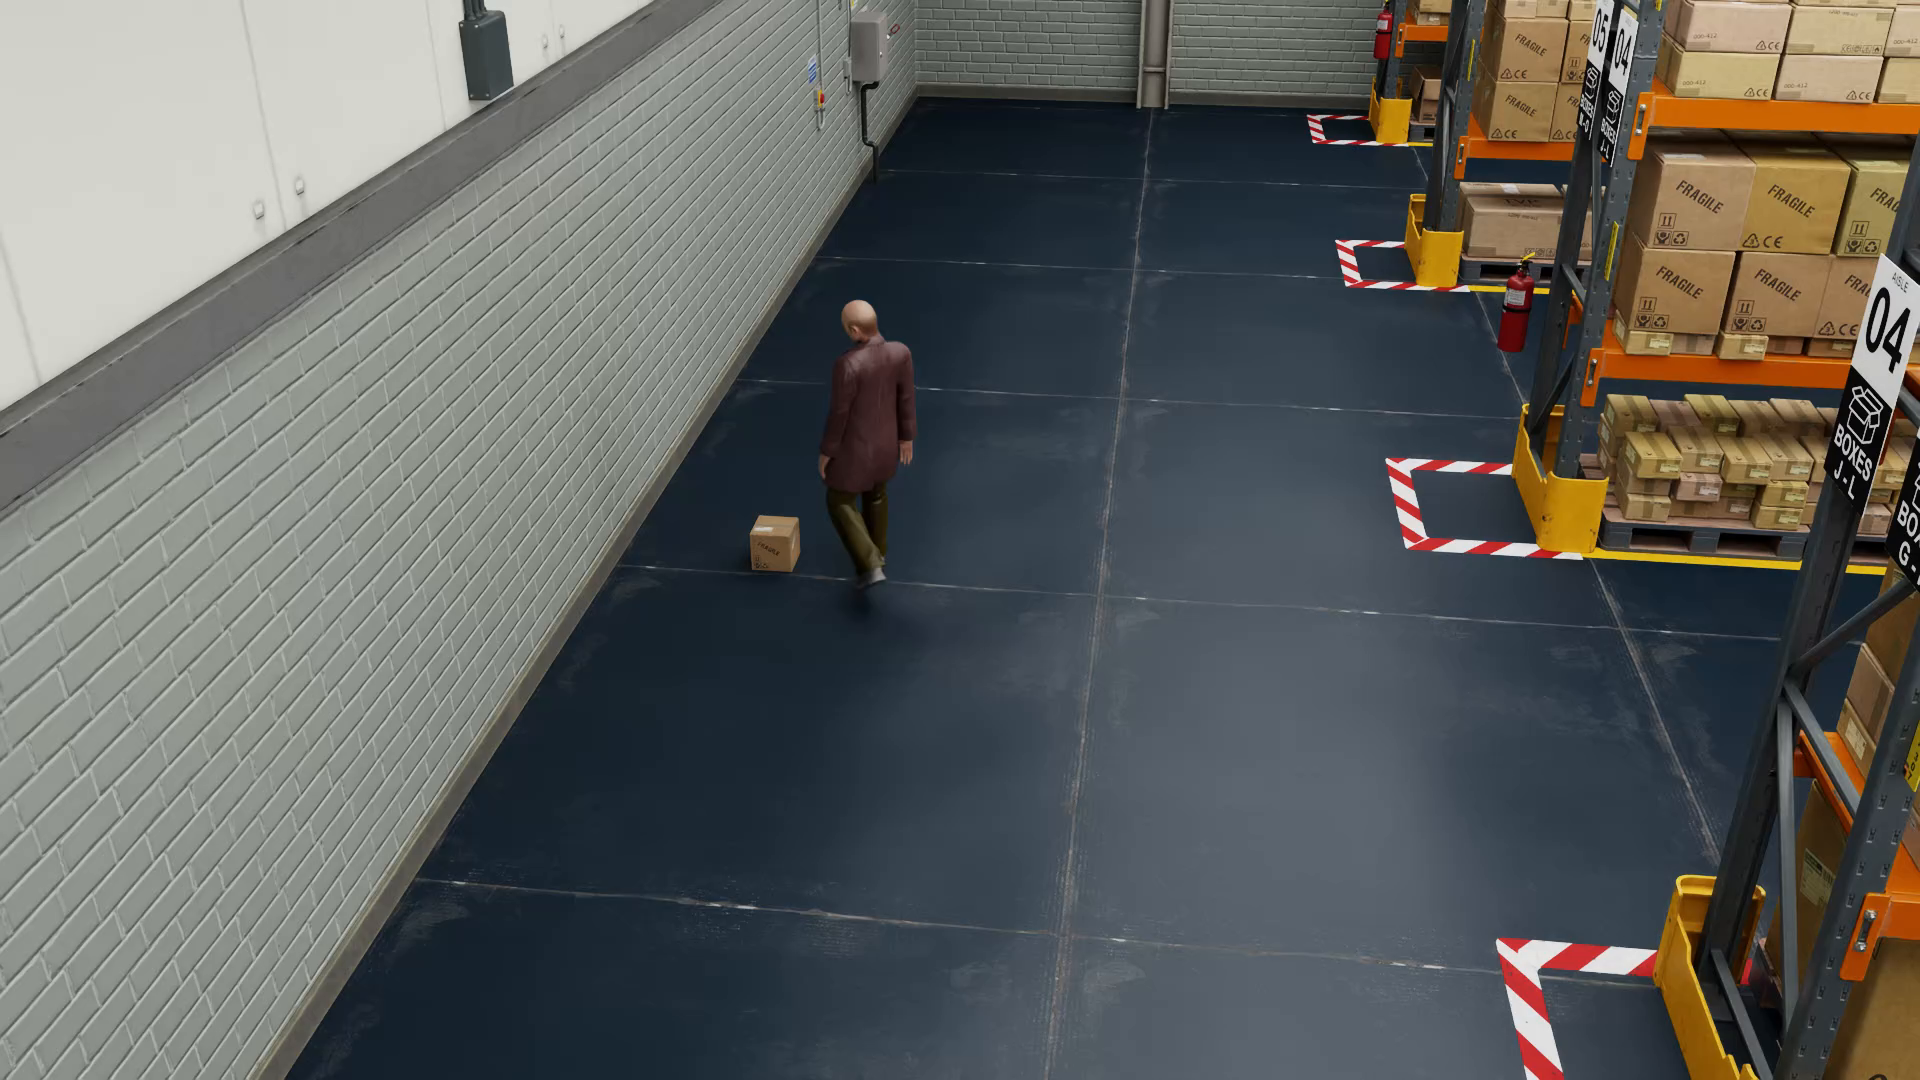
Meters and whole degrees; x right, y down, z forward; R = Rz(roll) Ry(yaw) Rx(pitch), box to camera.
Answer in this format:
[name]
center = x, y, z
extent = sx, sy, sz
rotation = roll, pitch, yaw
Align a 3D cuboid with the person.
[person]
center = -0.546, -0.552, 9.671
extent = 0.636, 1.768, 0.794
rotation = -21, 34, -34
